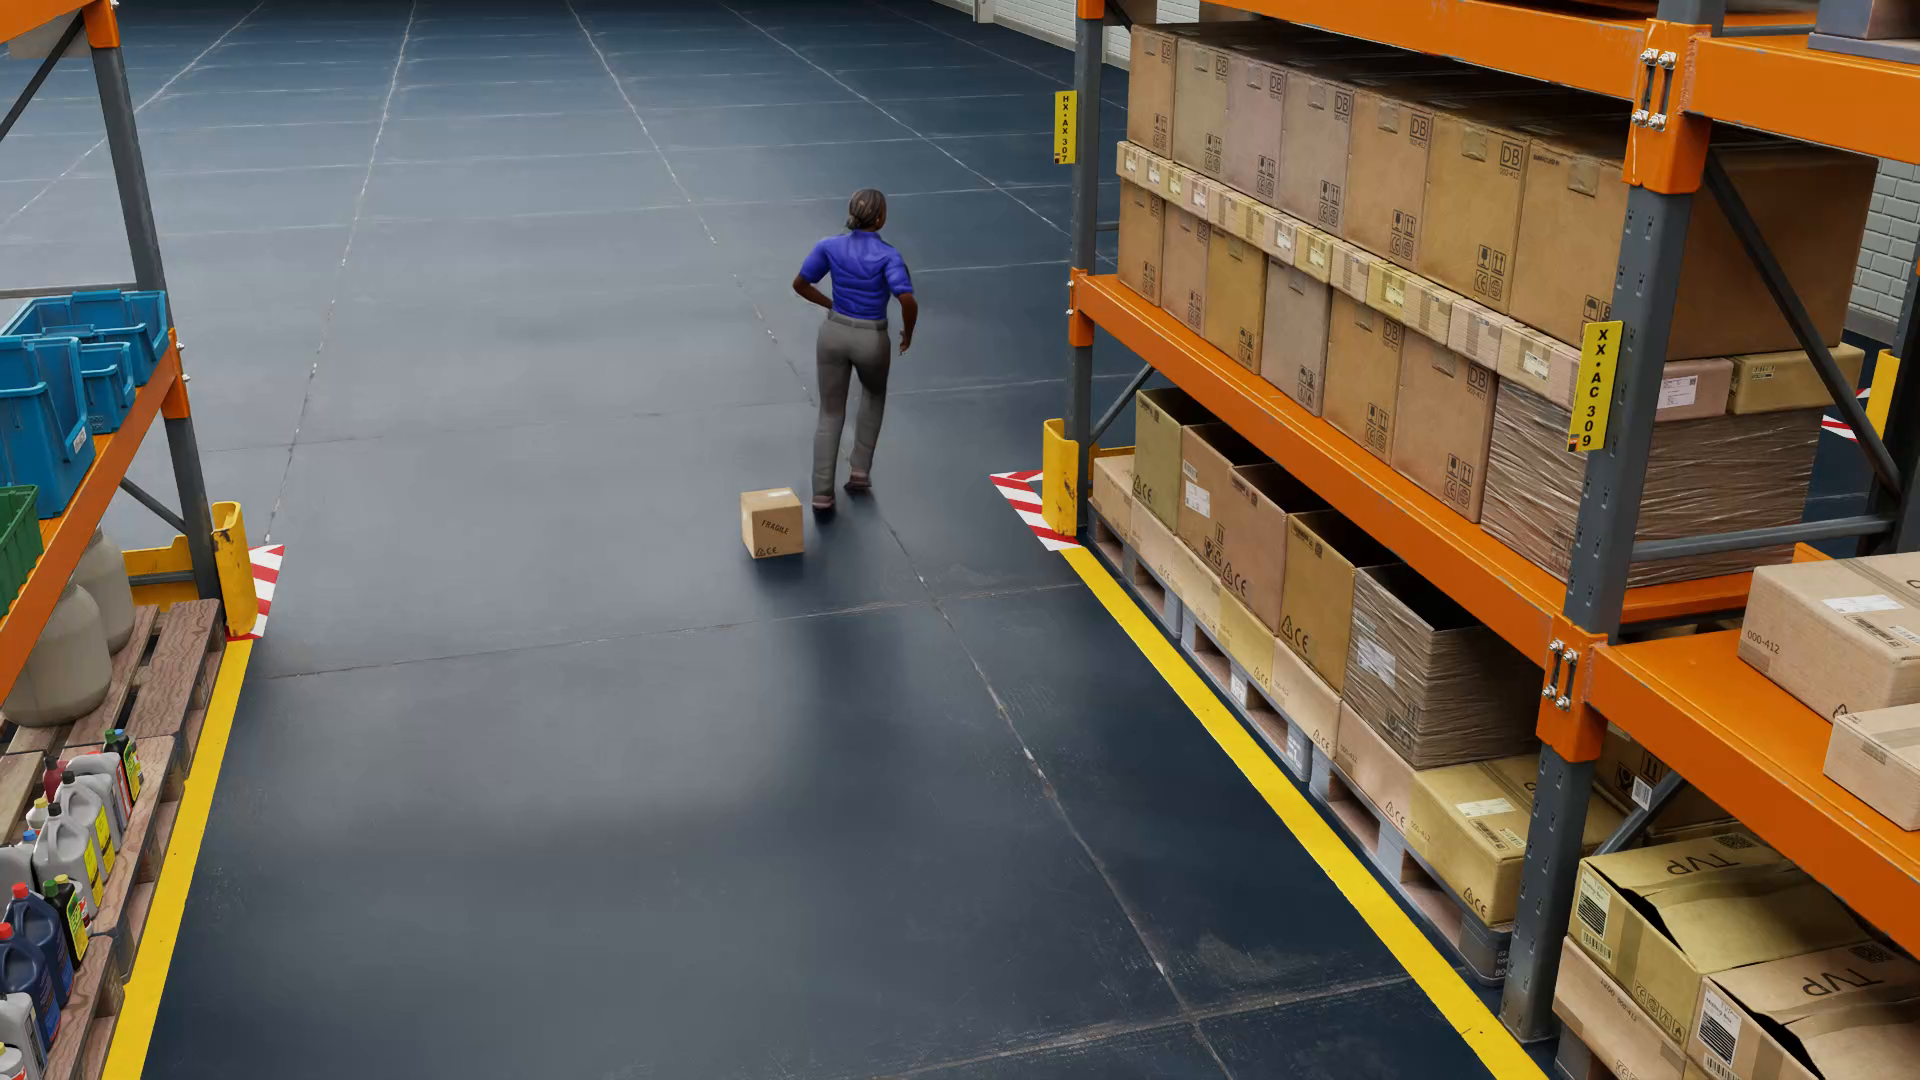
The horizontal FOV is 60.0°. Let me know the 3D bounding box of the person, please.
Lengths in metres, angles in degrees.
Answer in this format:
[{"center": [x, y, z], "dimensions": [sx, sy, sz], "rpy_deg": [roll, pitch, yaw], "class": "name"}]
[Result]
[{"center": [-0.498, -0.941, 8.360], "dimensions": [0.651, 1.676, 0.635], "rpy_deg": [3, 23, 8], "class": "person"}]
